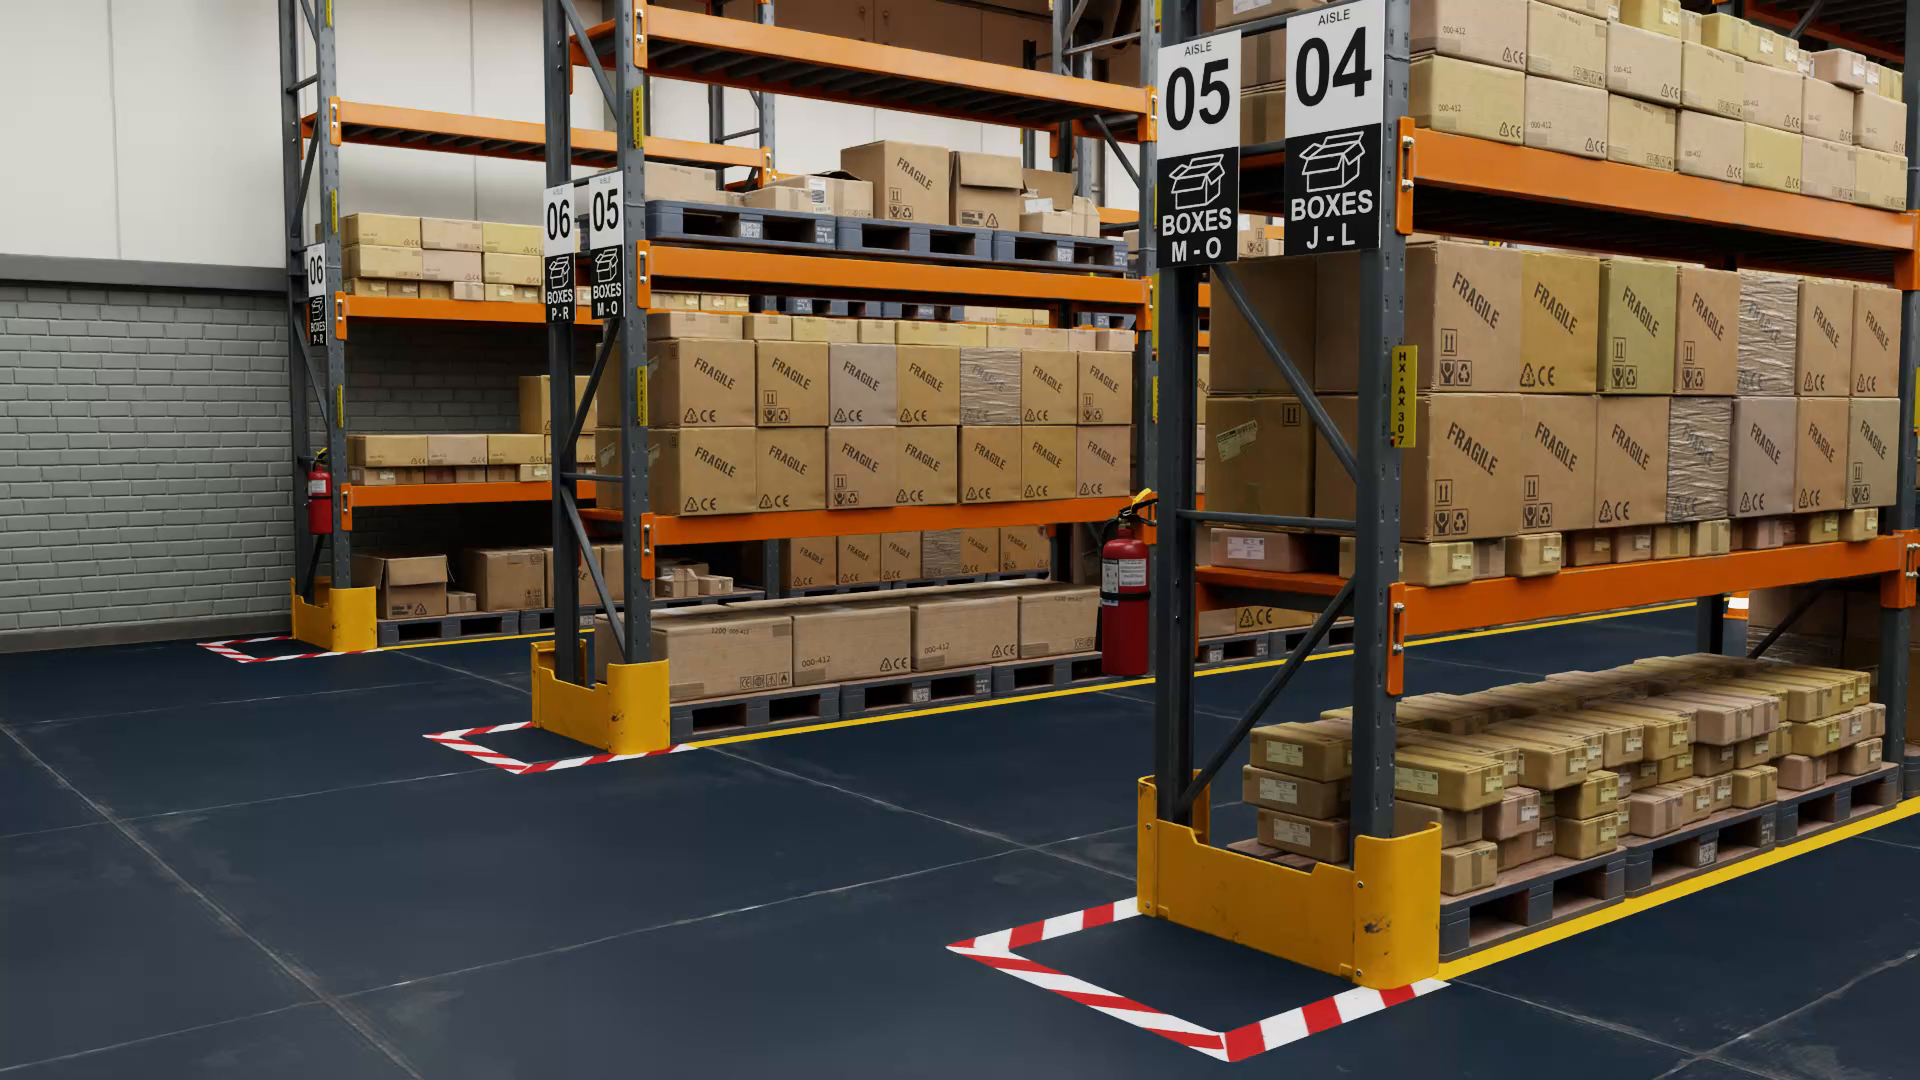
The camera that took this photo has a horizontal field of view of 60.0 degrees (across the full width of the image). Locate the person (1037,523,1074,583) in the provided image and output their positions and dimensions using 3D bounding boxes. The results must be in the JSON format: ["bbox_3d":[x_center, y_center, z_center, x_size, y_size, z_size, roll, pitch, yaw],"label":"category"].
[{"bbox_3d":[0.953,-0.132,15.454,0.867,1.631,0.469,-4,6,-39],"label":"person"}]
